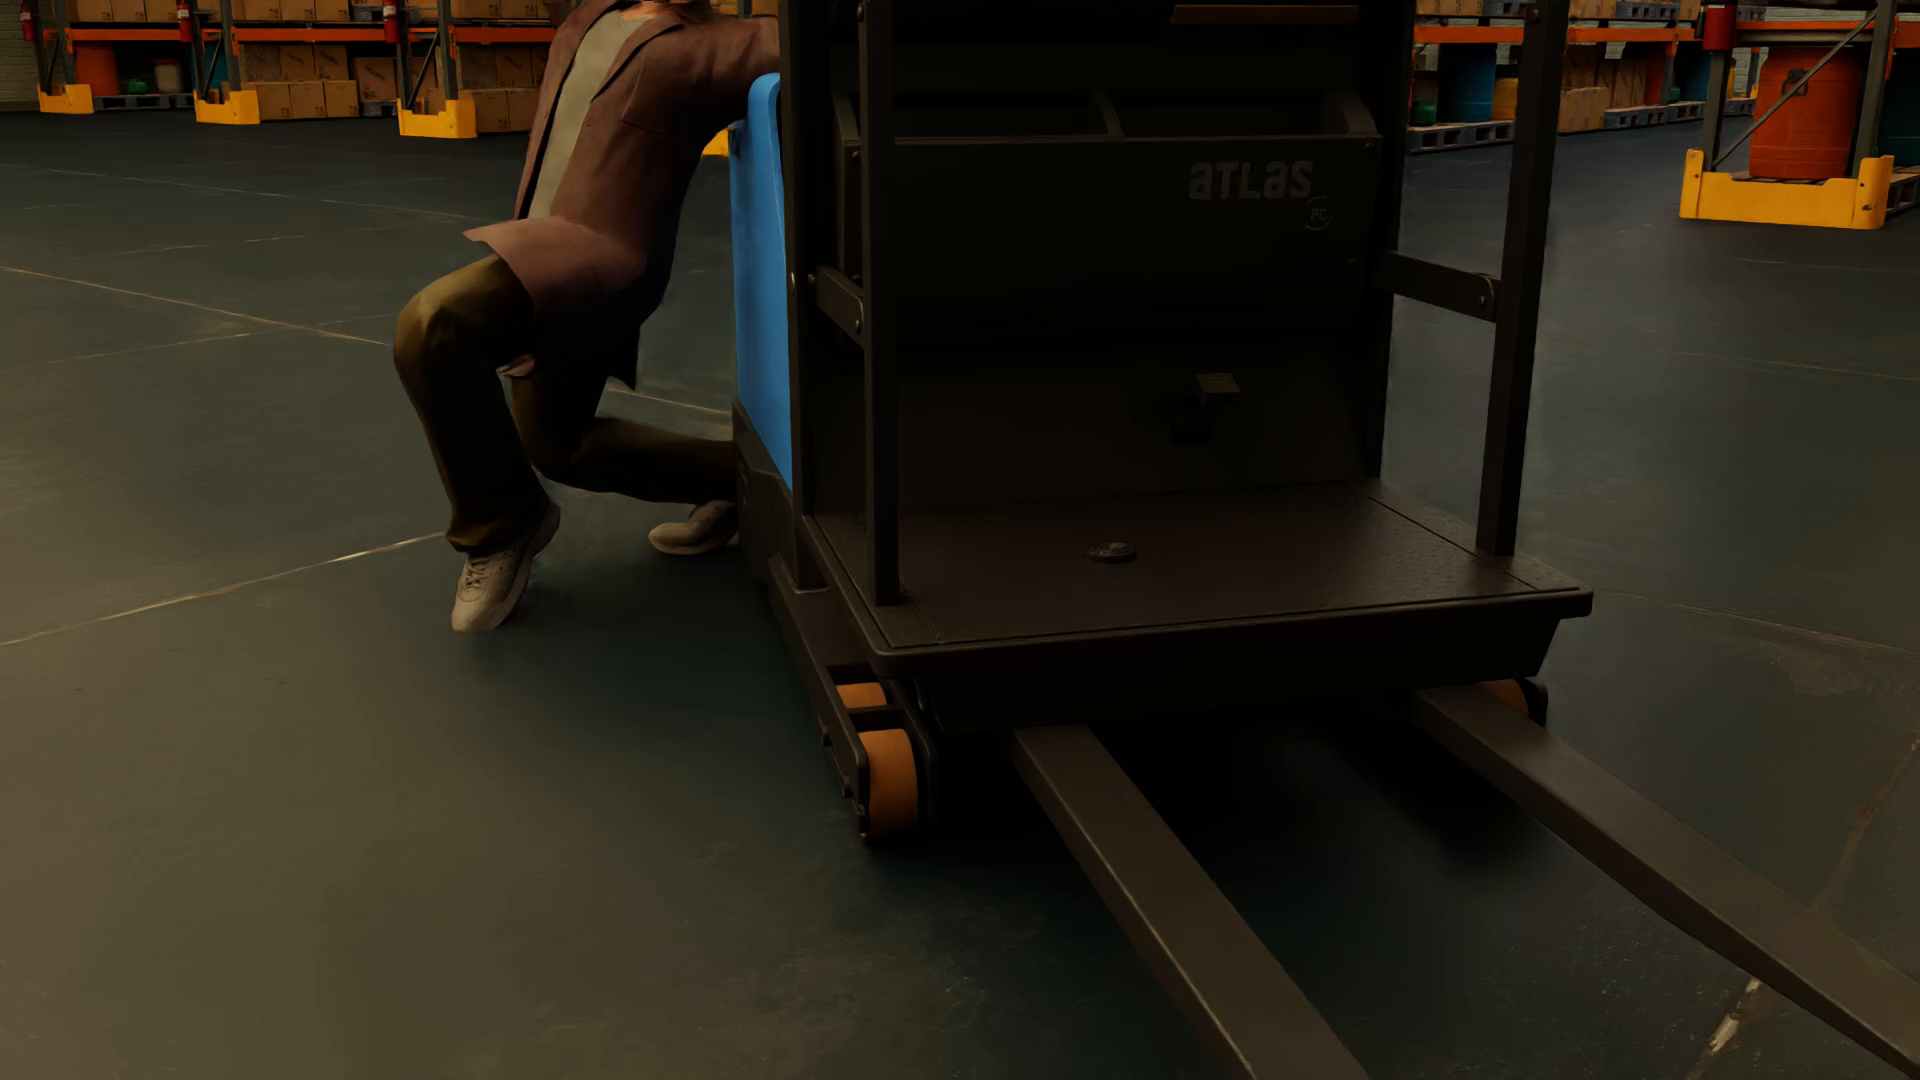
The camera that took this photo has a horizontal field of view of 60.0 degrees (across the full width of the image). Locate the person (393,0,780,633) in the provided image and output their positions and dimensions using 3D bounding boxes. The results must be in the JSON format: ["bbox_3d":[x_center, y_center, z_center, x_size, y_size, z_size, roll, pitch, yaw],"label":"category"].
[{"bbox_3d":[-0.607,-0.583,3.274,0.930,1.568,1.153,-14,22,-39],"label":"person"}]

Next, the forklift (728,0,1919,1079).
[{"bbox_3d":[0.304,-1.079,2.451,1.130,2.935,3.031,-4,17,-13],"label":"forklift"}]
